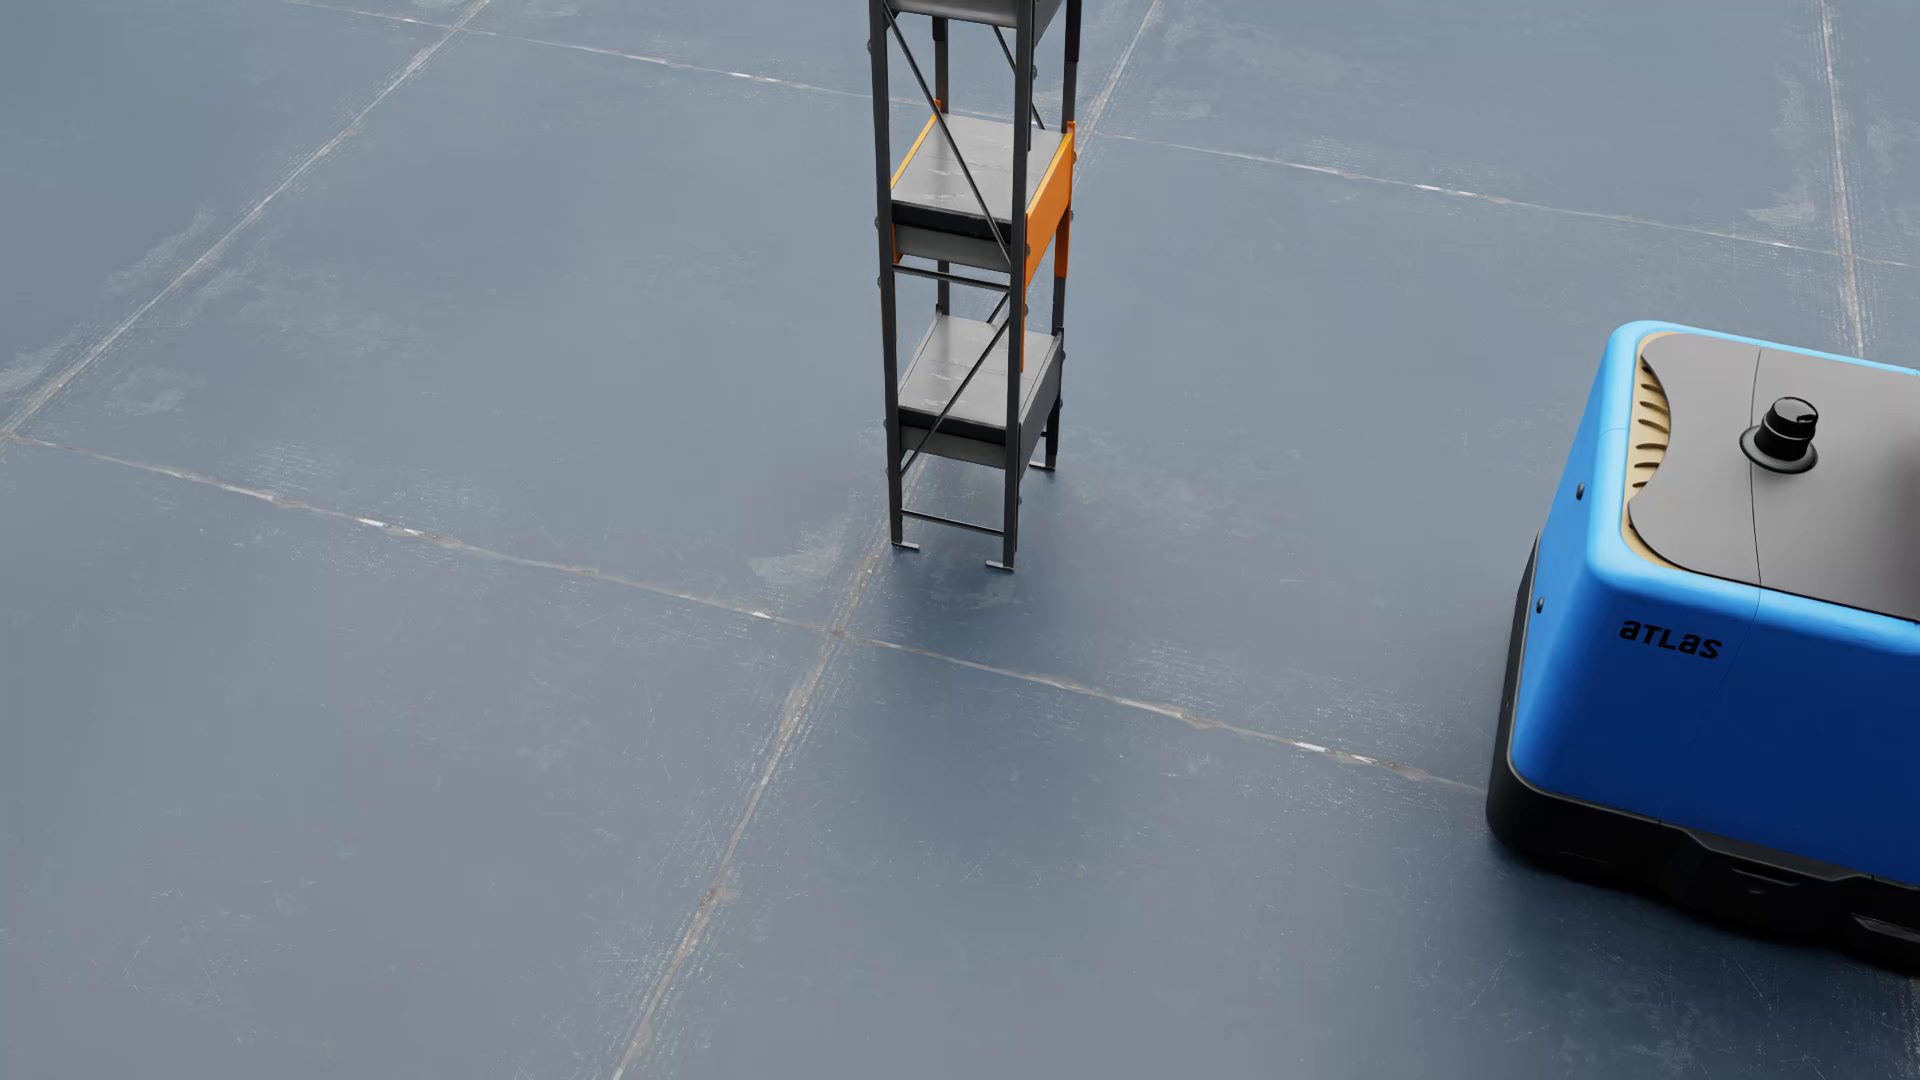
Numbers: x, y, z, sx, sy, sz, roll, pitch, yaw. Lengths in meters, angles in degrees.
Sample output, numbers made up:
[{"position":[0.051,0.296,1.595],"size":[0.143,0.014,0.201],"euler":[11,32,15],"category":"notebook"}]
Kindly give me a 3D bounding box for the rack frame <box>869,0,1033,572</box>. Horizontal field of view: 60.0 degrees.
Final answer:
[{"position":[-0.024,-0.698,4.462],"size":[0.400,2.100,0.015],"euler":[13,46,12],"category":"rack frame"}]

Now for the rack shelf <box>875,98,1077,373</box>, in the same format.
[{"position":[0.050,-0.851,4.638],"size":[0.431,0.518,0.480],"euler":[13,46,12],"category":"rack shelf"}]

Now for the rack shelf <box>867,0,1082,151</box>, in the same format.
[{"position":[0.050,-1.351,4.148],"size":[0.431,0.518,0.480],"euler":[13,46,12],"category":"rack shelf"}]

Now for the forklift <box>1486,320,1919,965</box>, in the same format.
[{"position":[2.966,-0.213,3.372],"size":[3.031,2.935,1.130],"euler":[14,46,14],"category":"forklift"}]

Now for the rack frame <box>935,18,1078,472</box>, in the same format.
[{"position":[0.124,-1.023,4.795],"size":[0.400,2.100,0.015],"euler":[13,46,12],"category":"rack frame"}]

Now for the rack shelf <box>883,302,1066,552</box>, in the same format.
[{"position":[0.050,-0.351,5.128],"size":[0.431,0.518,0.480],"euler":[13,46,12],"category":"rack shelf"}]

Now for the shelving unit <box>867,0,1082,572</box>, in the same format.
[{"position":[0.050,-0.861,4.628],"size":[0.431,2.100,0.503],"euler":[13,46,12],"category":"shelving unit"}]
